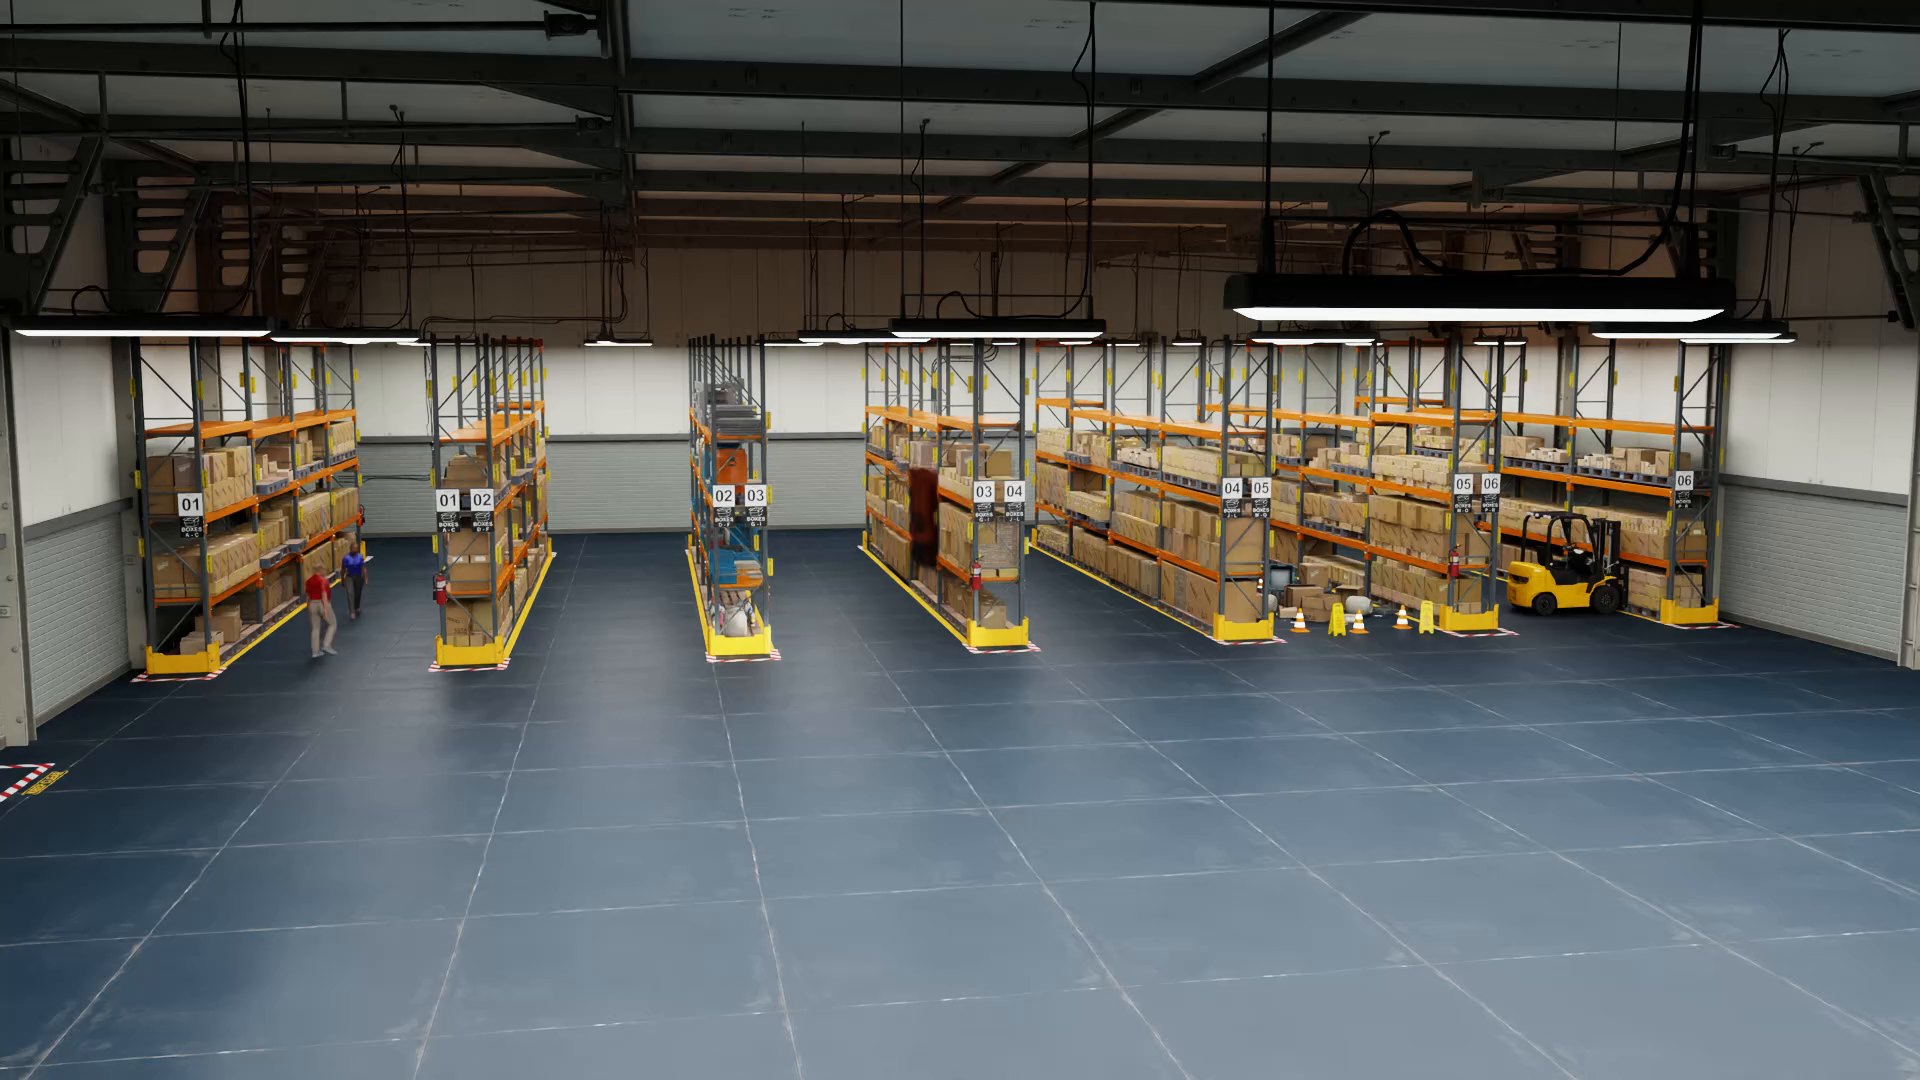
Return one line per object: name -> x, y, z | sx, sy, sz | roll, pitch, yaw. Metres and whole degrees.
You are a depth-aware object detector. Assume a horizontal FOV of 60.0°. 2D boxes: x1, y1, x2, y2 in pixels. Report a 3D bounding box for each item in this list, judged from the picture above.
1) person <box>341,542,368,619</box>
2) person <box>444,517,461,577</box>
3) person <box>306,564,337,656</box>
person -> -12.951, 0.833, 35.556 | 0.523, 1.584, 1.075 | -3, 7, -26
person -> -12.694, 0.049, 41.875 | 0.574, 1.755, 0.472 | -1, 7, -9
person -> -11.979, 1.313, 31.076 | 0.562, 1.728, 0.520 | 1, 7, 4
